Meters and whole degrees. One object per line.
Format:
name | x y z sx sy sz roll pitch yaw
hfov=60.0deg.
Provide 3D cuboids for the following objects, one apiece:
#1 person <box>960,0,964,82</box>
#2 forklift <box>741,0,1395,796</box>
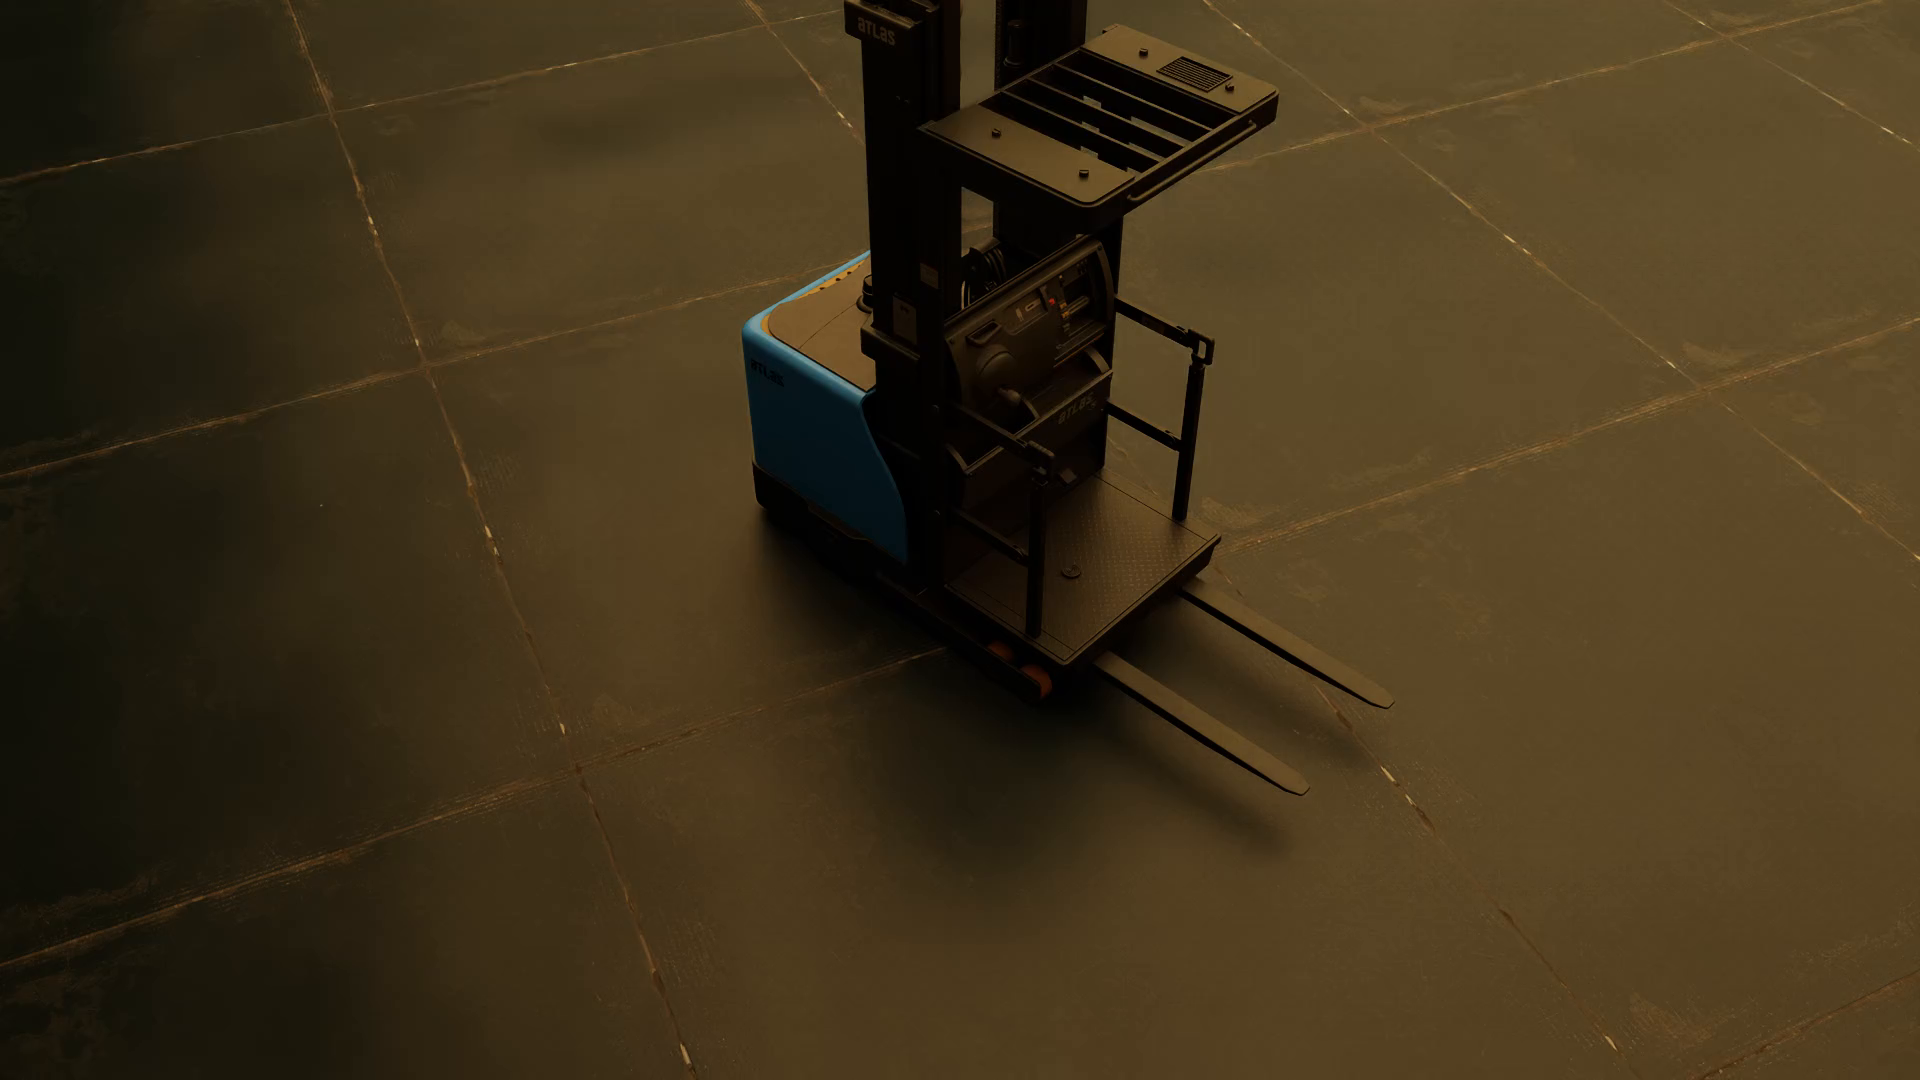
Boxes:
person | -0.200 -3.265 10.103 0.569 1.656 0.503 -29 50 -27
forklift | 0.445 -0.788 6.525 3.031 2.935 1.130 32 52 30
